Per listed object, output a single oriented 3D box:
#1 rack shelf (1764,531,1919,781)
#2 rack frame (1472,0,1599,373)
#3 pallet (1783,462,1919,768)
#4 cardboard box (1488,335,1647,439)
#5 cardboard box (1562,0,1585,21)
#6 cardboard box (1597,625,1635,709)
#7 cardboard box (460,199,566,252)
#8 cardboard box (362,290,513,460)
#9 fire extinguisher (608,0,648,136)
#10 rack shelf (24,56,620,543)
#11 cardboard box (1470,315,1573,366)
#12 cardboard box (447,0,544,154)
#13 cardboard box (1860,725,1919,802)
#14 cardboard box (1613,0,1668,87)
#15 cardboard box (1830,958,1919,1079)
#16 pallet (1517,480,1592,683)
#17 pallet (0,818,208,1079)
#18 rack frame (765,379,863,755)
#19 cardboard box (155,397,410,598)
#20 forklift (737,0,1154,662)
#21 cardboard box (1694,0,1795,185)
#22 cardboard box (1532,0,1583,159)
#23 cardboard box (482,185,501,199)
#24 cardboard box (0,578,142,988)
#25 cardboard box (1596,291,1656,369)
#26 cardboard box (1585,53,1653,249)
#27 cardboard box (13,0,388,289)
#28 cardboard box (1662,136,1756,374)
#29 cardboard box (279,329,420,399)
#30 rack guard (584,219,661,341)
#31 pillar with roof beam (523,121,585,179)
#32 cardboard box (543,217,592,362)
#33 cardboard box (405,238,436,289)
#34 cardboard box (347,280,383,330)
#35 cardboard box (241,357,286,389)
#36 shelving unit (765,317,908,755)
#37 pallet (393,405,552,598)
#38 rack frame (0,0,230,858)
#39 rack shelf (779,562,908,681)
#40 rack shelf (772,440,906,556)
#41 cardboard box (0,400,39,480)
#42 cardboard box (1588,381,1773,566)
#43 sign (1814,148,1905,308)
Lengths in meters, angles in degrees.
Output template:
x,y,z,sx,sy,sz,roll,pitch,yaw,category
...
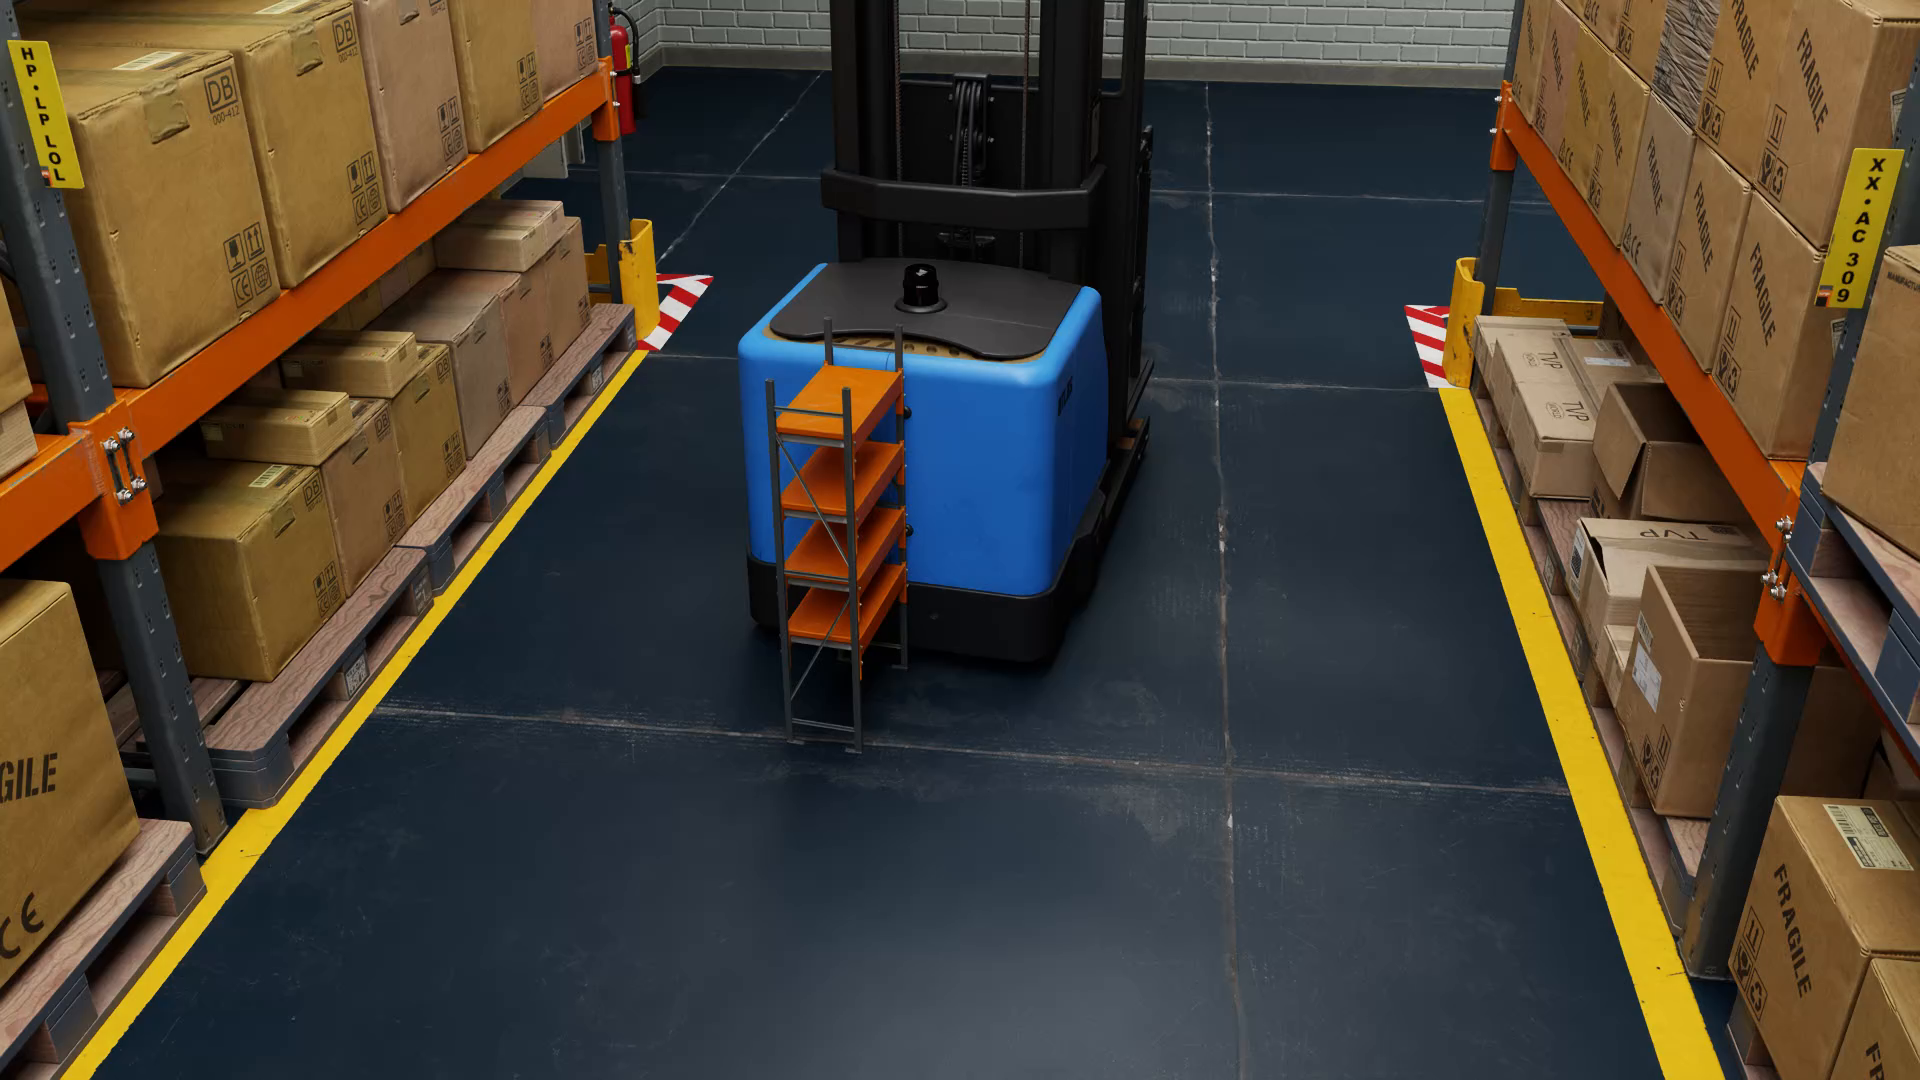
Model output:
x,y,z,sx,sy,sz,roll,pitch,yaw,category
2.094,1.047,1.902,1.077,0.370,4.000,3,28,6,rack shelf
2.829,-2.094,6.973,1.000,3.000,0.127,3,28,6,rack frame
2.133,0.244,2.838,1.003,0.211,1.213,3,28,6,pallet
2.420,-0.602,6.640,0.500,0.250,0.500,3,28,6,cardboard box
2.457,-2.138,5.896,0.500,0.500,0.500,4,29,7,cardboard box
2.114,0.386,4.913,0.380,0.149,0.250,3,28,6,cardboard box
-1.909,-1.343,7.090,0.380,0.149,0.250,3,28,6,cardboard box
-2.196,-0.656,6.499,0.700,0.500,0.500,2,28,5,cardboard box
-1.611,-2.226,7.693,0.296,0.674,0.183,3,28,6,fire extinguisher
-2.332,-1.122,5.928,1.077,0.370,4.000,3,28,6,rack shelf
2.437,-0.855,7.216,0.380,0.149,0.250,3,28,6,cardboard box
-2.218,-1.928,6.350,0.980,0.700,0.700,3,28,6,cardboard box
2.605,0.594,4.355,0.500,0.311,0.500,3,28,6,cardboard box
2.329,-1.663,5.015,0.500,0.500,0.500,3,28,6,cardboard box
1.984,1.161,3.103,0.500,0.500,0.500,4,29,7,cardboard box
2.571,0.118,5.809,1.003,0.211,1.213,3,28,6,pallet
-2.597,1.098,3.989,1.003,0.211,1.213,3,28,6,pallet
-0.413,0.106,4.789,0.240,1.200,0.015,7,29,13,rack frame
-2.319,-0.164,5.584,0.700,0.500,0.500,3,28,6,cardboard box
0.161,-1.579,6.090,1.130,2.935,3.031,7,29,13,forklift
2.204,-1.189,4.135,0.500,0.500,0.500,3,28,5,cardboard box
2.455,-1.701,6.139,0.500,0.500,0.500,3,28,6,cardboard box
-2.257,-1.485,7.352,0.380,0.149,0.250,4,29,7,cardboard box
-2.528,0.578,3.838,0.750,0.750,0.750,4,29,7,cardboard box
3.007,-0.917,6.960,0.500,0.500,0.500,3,28,6,cardboard box
2.328,-1.230,5.264,0.500,0.500,0.500,4,29,7,cardboard box
-2.400,-1.227,5.048,0.980,0.700,0.700,3,28,5,cardboard box
2.208,-0.748,4.370,0.500,0.500,0.500,4,29,8,cardboard box
-2.097,-0.609,5.727,0.380,0.149,0.250,3,28,5,cardboard box
-2.084,-1.291,8.118,1.175,0.500,0.348,3,28,6,rack guard
1.658,-6.092,8.070,9.100,9.000,0.400,3,28,6,pillar with roof beam
-2.074,-1.129,7.375,0.700,0.500,0.500,3,28,6,cardboard box
-2.349,-1.129,6.691,0.380,0.149,0.250,4,29,7,cardboard box
-2.411,-0.888,6.244,0.380,0.149,0.250,4,29,7,cardboard box
-2.505,-0.528,5.577,0.380,0.149,0.250,2,28,5,cardboard box
-0.350,-0.006,4.996,0.258,1.200,0.503,7,29,13,shelving unit
-2.260,-0.198,6.396,1.003,0.211,1.213,3,28,6,pallet
-2.577,-0.497,4.010,1.000,3.000,0.127,3,28,6,rack frame
-0.350,0.228,5.122,0.258,0.148,0.480,7,29,13,rack shelf
-0.350,-0.144,4.922,0.258,0.148,0.480,7,29,13,rack shelf
-2.338,-0.219,3.739,0.380,0.149,0.250,4,29,7,cardboard box
2.564,-0.190,5.608,0.797,0.503,0.637,3,28,6,cardboard box
1.800,-0.620,3.325,0.100,0.325,0.005,3,28,6,sign
